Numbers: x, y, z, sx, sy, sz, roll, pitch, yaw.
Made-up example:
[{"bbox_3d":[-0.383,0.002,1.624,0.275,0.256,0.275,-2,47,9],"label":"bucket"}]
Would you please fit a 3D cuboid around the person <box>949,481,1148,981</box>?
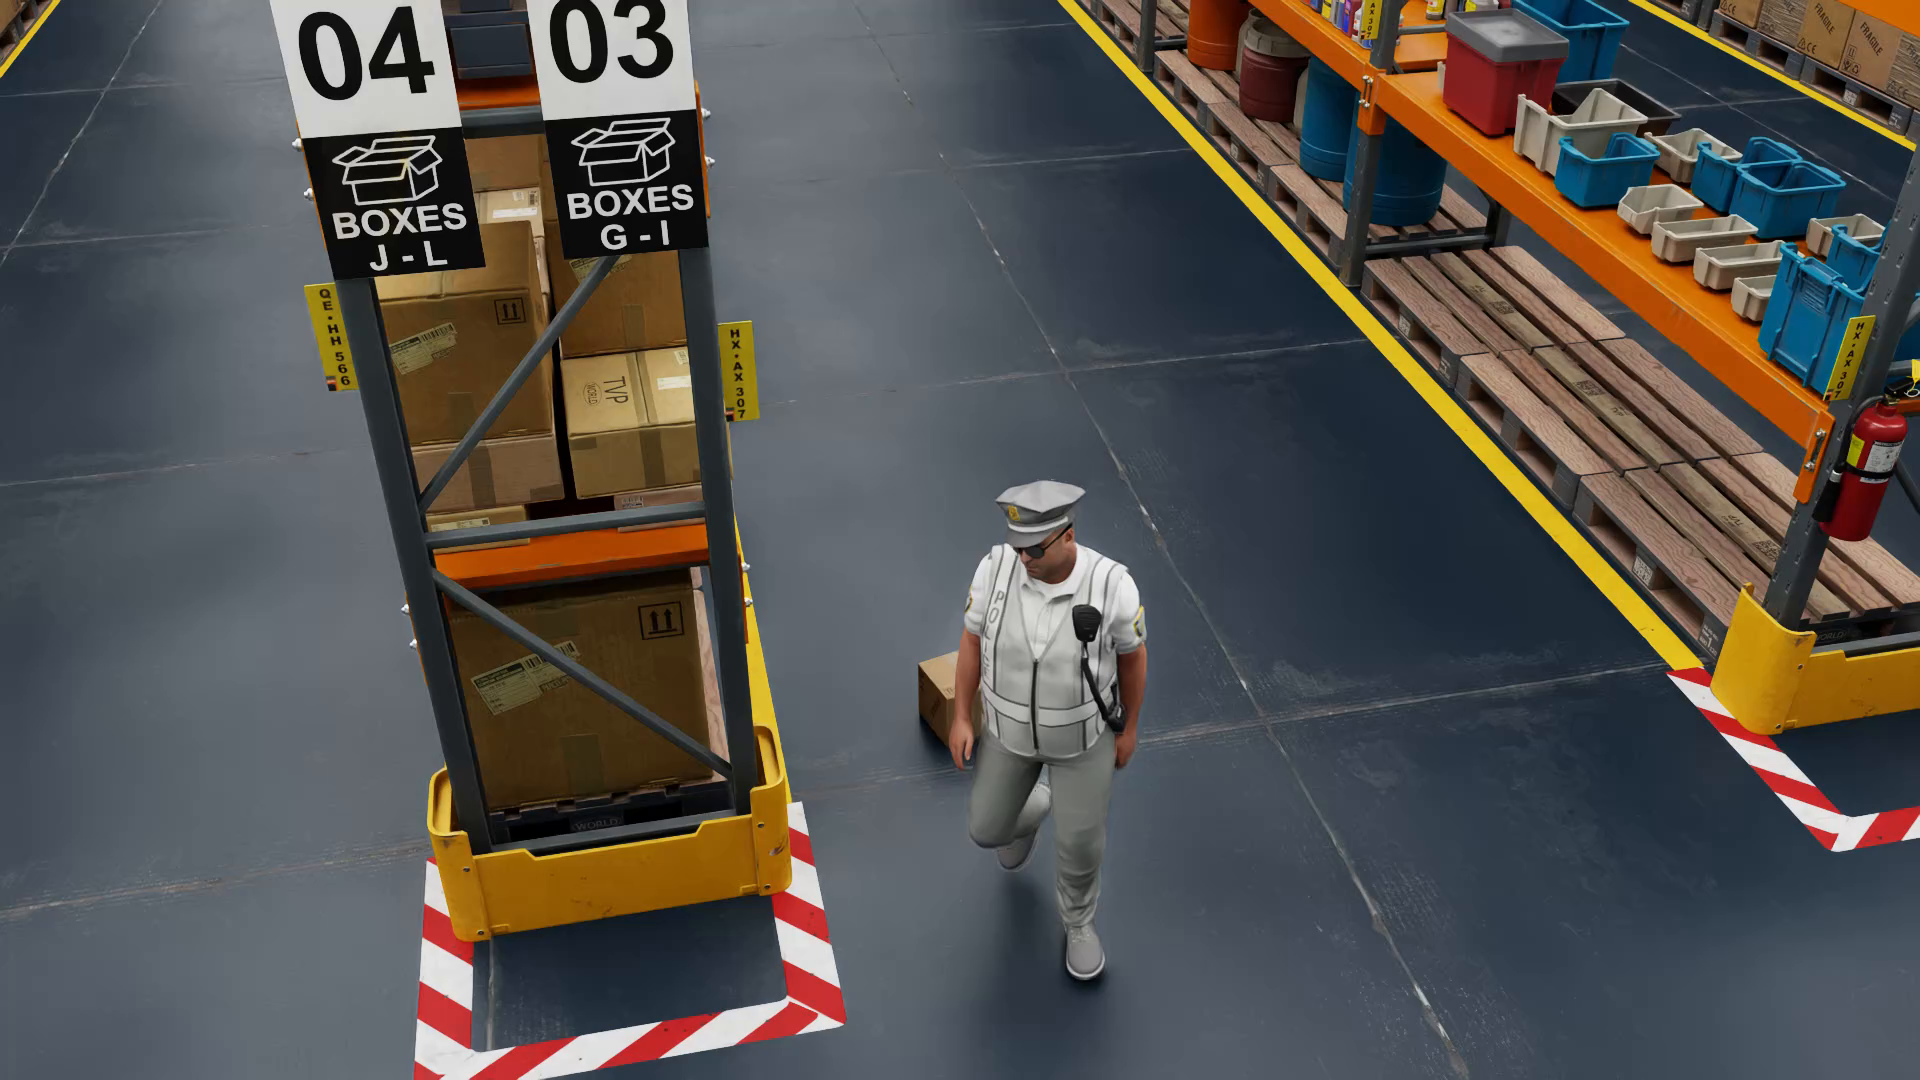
[{"bbox_3d":[0.280,0.559,5.281,0.596,1.731,0.611,8,35,11],"label":"person"}]
